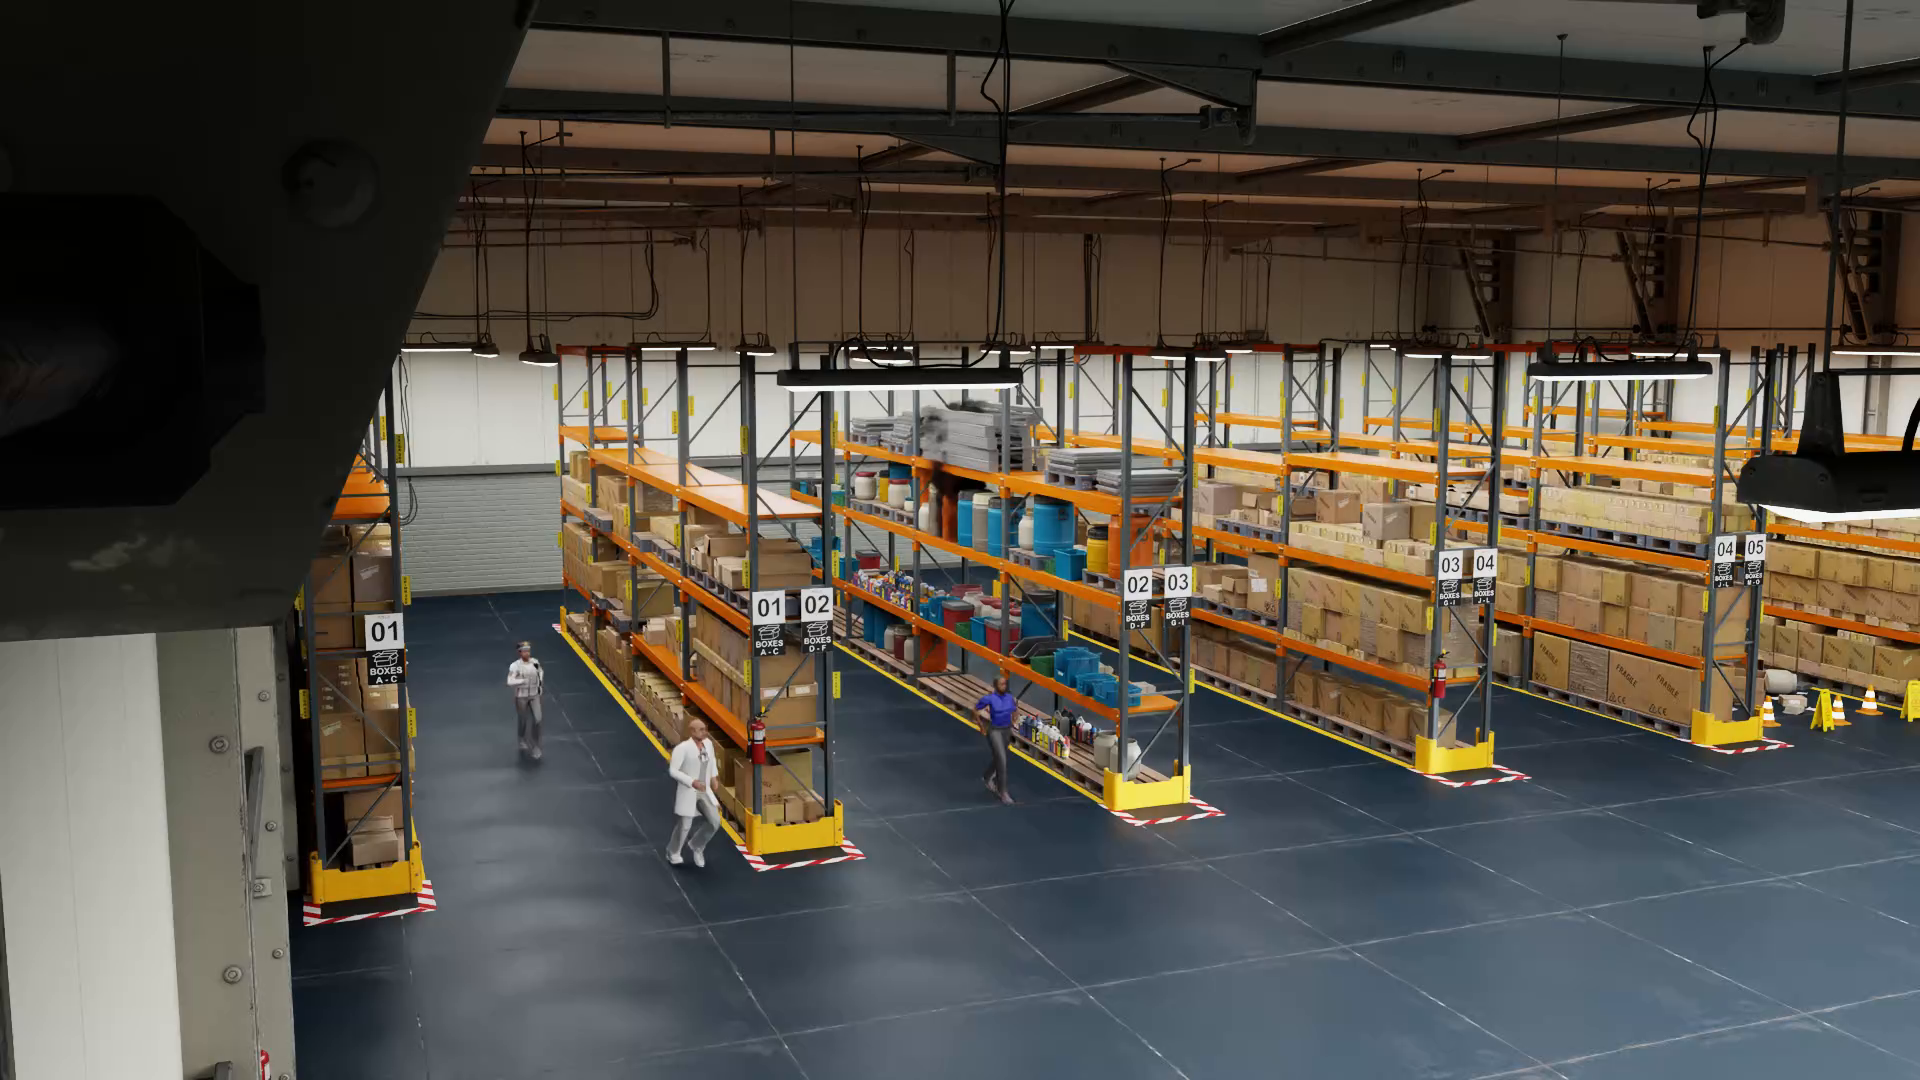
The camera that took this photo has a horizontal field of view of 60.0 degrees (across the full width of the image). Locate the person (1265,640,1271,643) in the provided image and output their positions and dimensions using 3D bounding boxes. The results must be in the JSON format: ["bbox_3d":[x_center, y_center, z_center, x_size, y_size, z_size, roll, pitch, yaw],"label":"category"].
[{"bbox_3d":[6.376,1.222,33.175,0.661,1.846,0.835,-4,8,-30],"label":"person"}]

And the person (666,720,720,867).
[{"bbox_3d":[-3.104,3.038,19.633,0.774,1.682,0.702,-7,10,-44],"label":"person"}]

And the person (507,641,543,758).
[{"bbox_3d":[-6.432,2.360,24.731,0.594,1.739,0.712,-4,8,-28],"label":"person"}]

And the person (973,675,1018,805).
[{"bbox_3d":[0.521,2.660,22.445,0.556,1.707,0.779,-6,9,-38],"label":"person"}]

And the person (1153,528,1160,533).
[{"bbox_3d":[4.694,0.466,40.255,0.576,1.524,0.531,1,7,11],"label":"person"}]
